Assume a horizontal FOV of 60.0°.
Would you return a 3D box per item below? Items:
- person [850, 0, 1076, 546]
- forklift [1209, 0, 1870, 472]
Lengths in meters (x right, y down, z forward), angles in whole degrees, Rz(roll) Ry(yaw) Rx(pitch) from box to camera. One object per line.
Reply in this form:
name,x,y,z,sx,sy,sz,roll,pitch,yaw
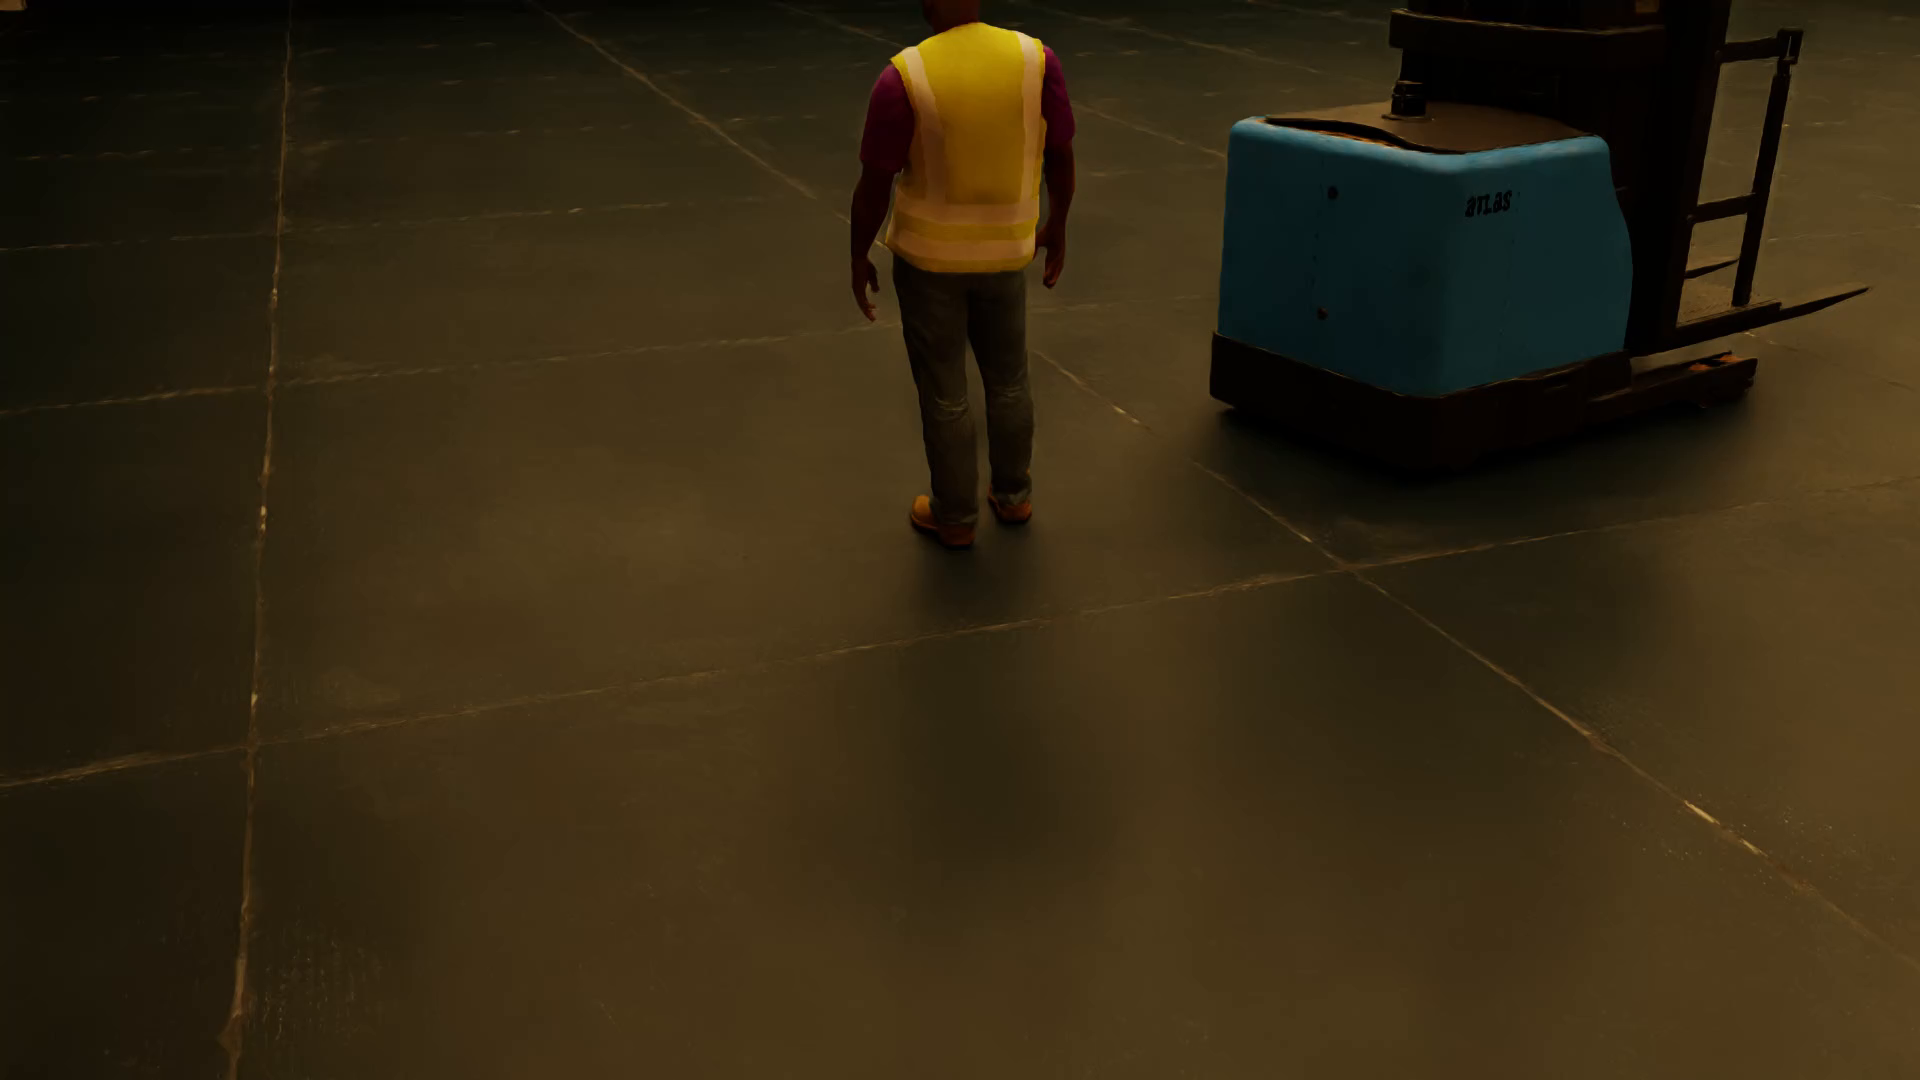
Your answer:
person,-0.019,-0.847,4.796,0.665,1.766,0.576,-8,24,-18
forklift,2.434,-2.003,6.061,3.031,2.935,1.130,-15,27,-31
